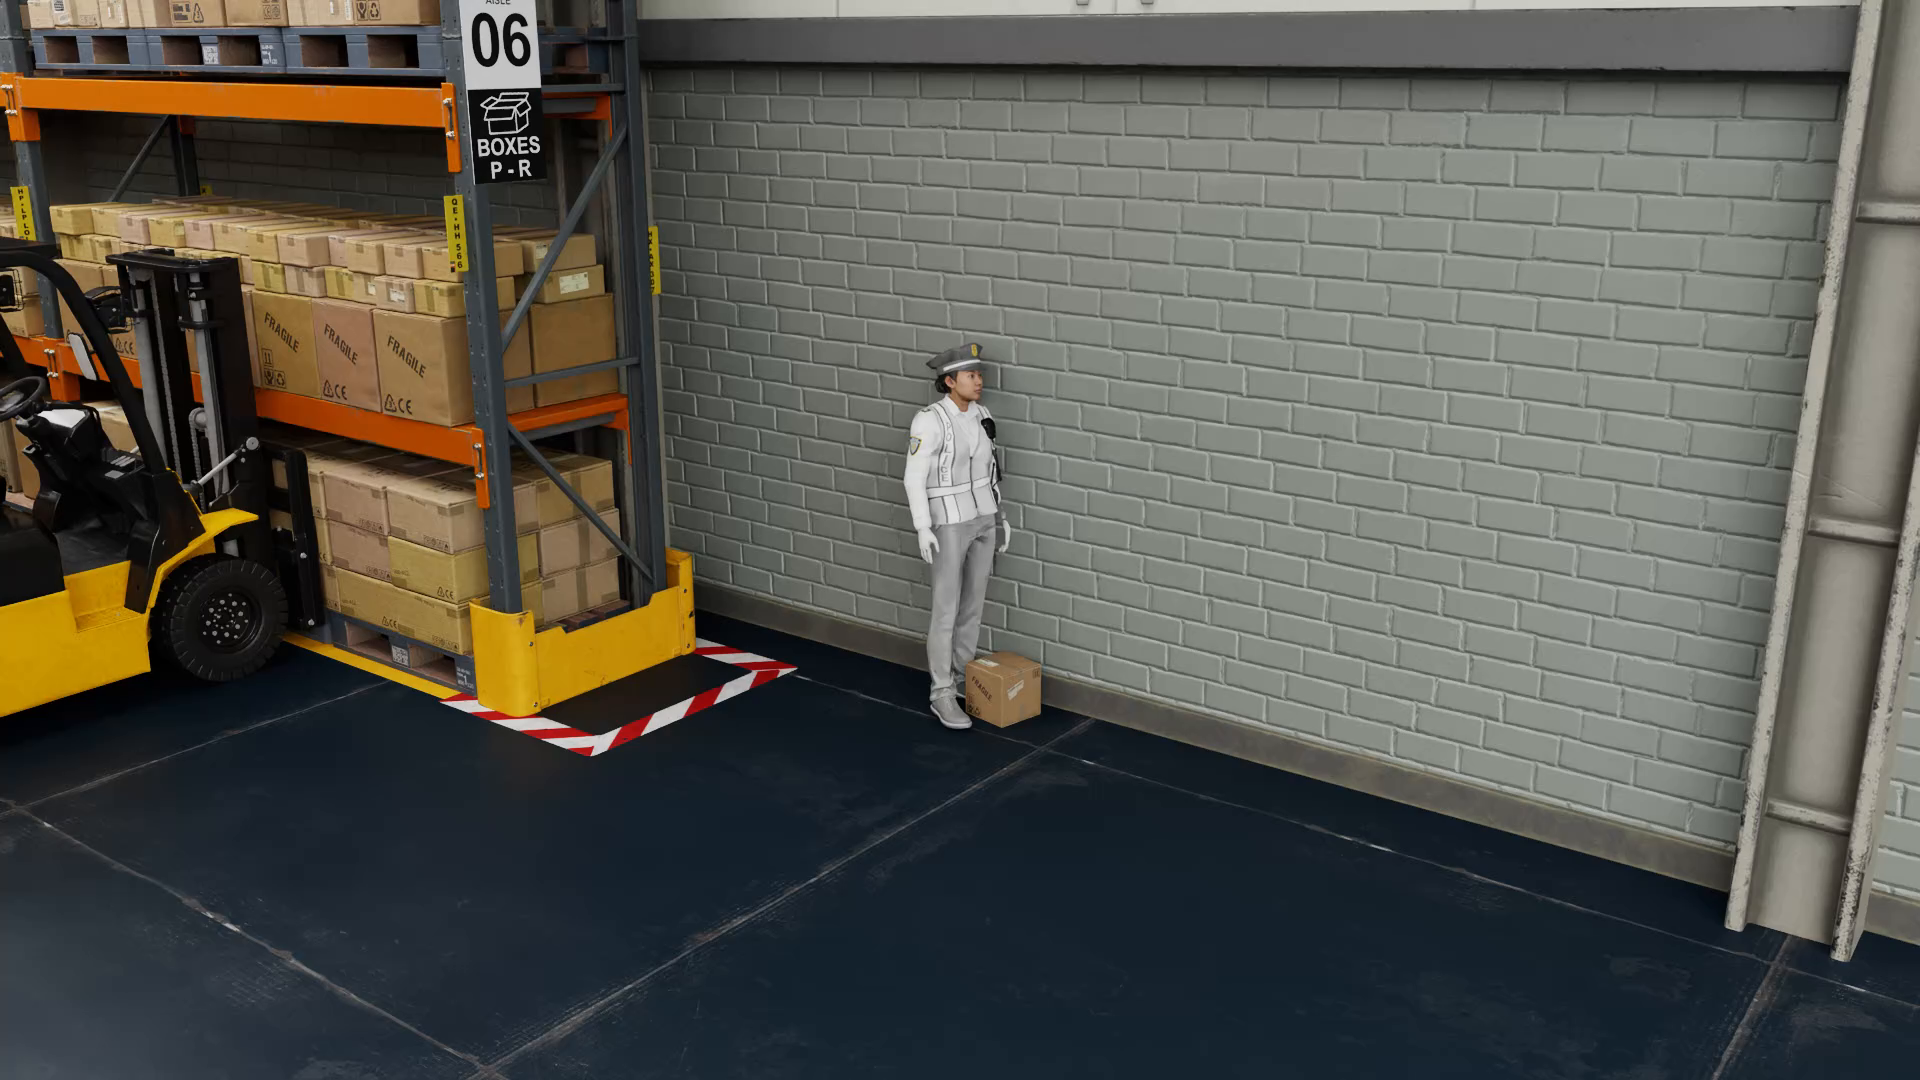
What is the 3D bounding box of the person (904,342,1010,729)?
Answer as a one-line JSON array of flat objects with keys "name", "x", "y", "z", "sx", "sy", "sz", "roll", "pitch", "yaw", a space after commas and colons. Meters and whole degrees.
[{"name": "person", "x": 0.045, "y": -0.046, "z": 7.623, "sx": 0.587, "sy": 1.684, "sz": 0.531, "roll": -14, "pitch": 21, "yaw": -38}]
